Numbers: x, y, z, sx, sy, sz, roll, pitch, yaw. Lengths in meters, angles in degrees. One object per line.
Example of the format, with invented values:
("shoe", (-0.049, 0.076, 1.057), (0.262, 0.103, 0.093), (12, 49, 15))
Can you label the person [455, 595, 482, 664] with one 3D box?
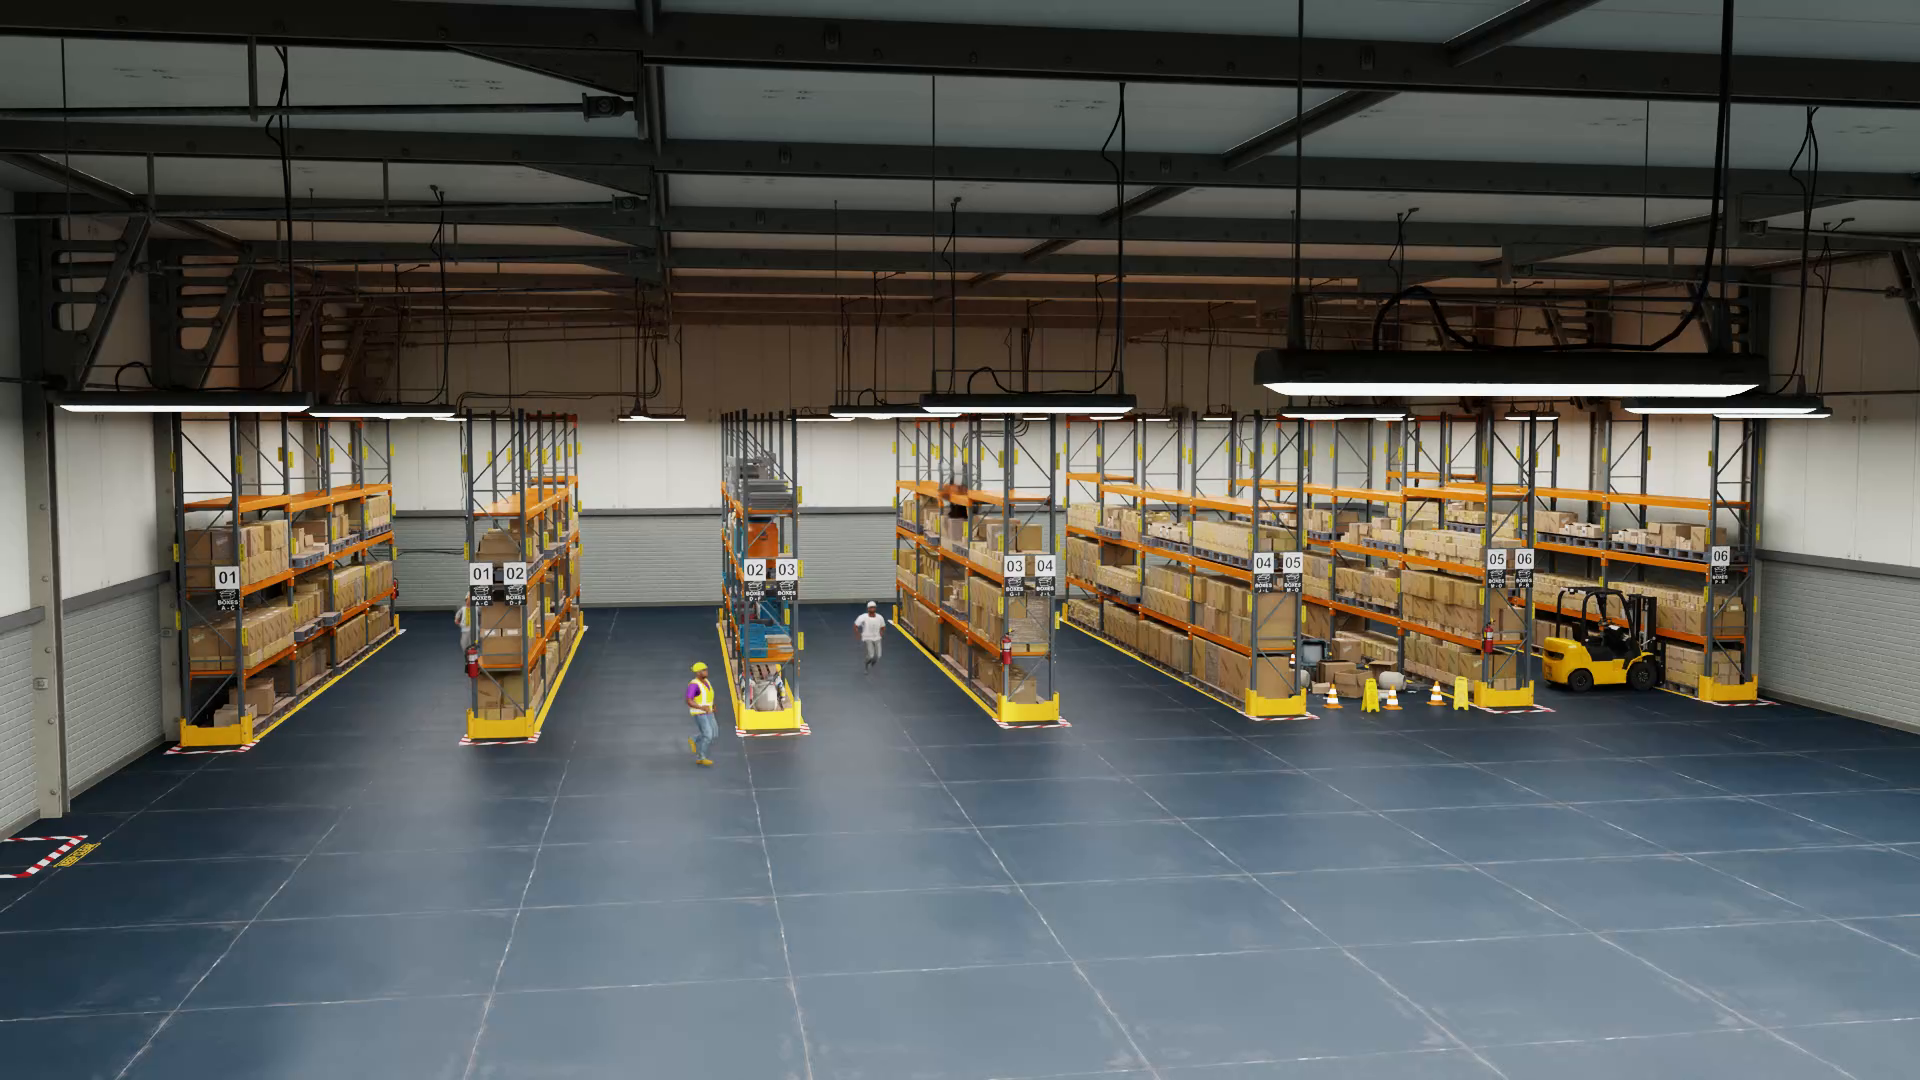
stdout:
("person", (-11.389, 2.146, 38.635), (0.663, 1.757, 0.752), (-1, 4, -15))

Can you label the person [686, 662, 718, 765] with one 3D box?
("person", (-4.360, 2.915, 28.000), (0.587, 1.723, 0.703), (1, 4, 19))

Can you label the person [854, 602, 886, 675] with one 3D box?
("person", (-1.958, 2.199, 37.007), (0.690, 1.656, 0.597), (-2, 4, -24))
